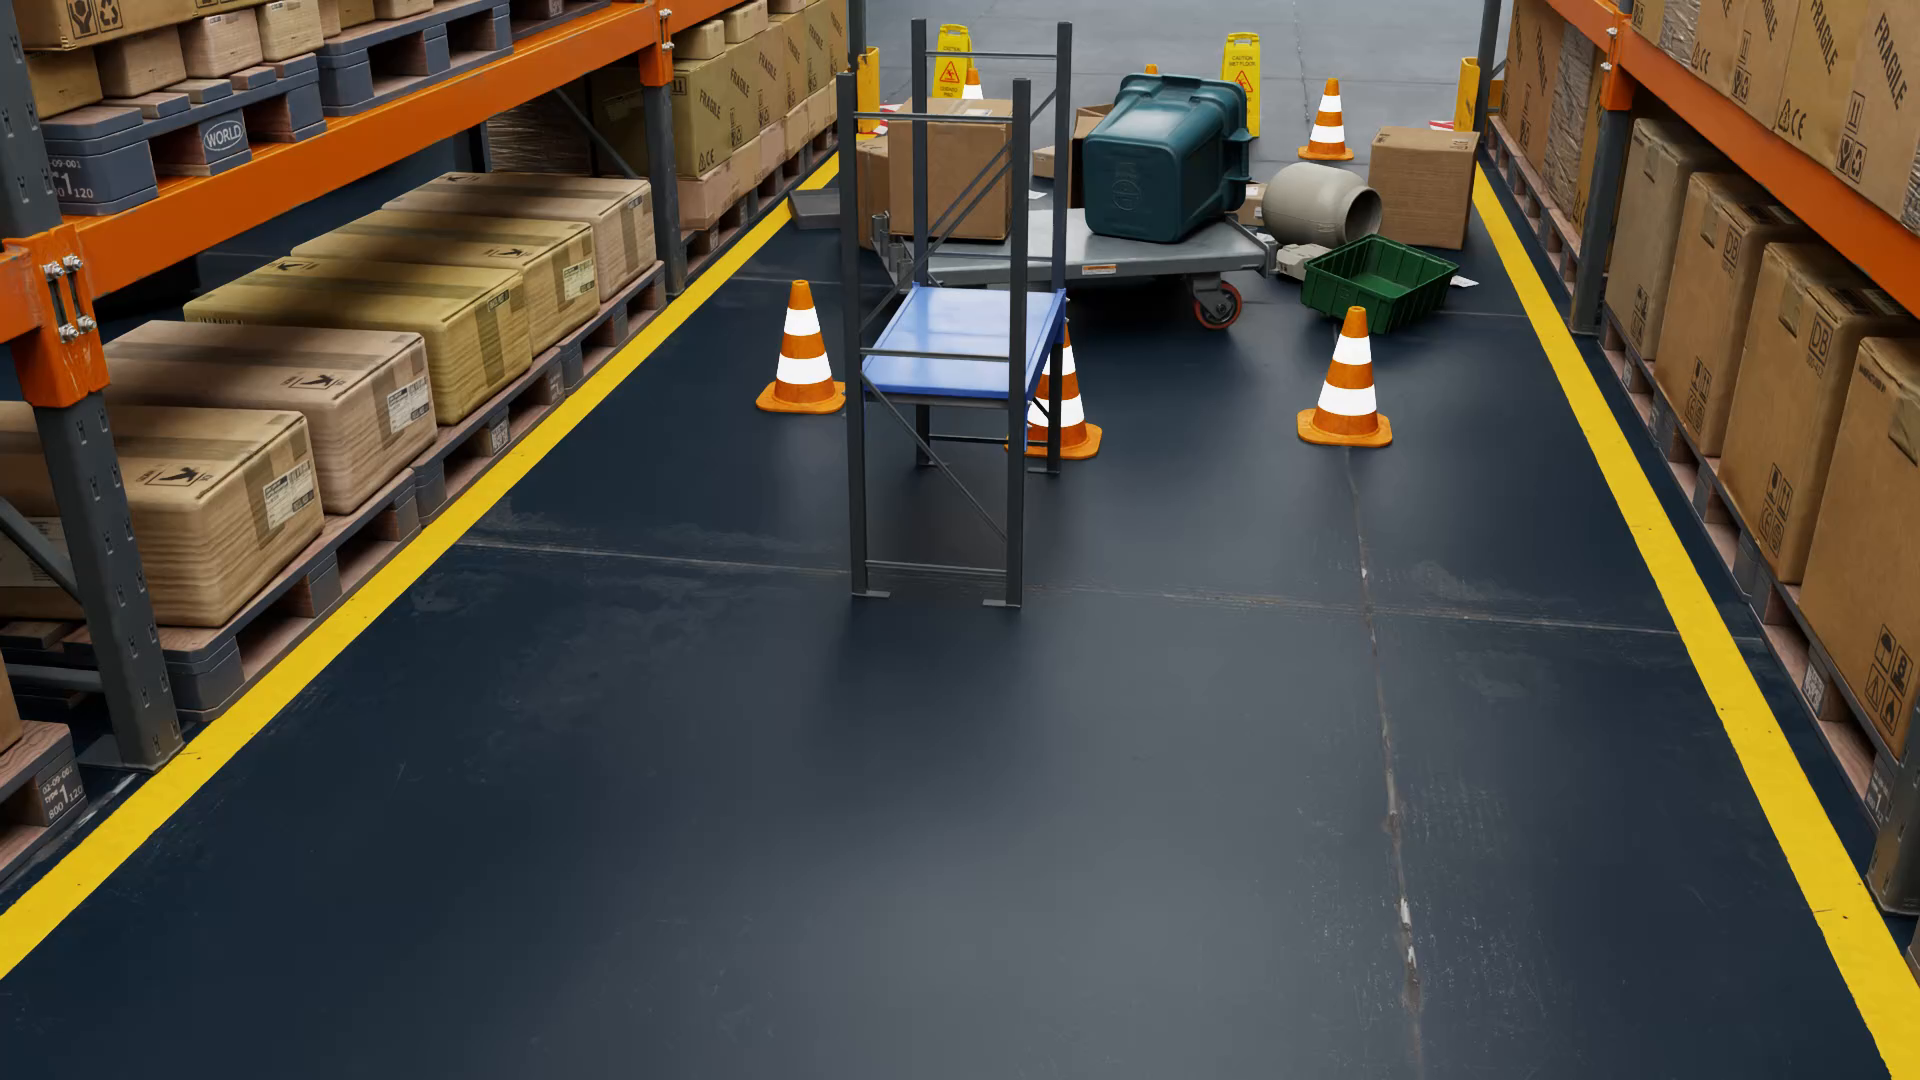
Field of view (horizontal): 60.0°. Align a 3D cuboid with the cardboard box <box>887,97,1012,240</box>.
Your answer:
[{"bbox_3d":[-0.018,-1.623,7.234,0.500,0.500,0.500,4,25,9],"label":"cardboard box"}]

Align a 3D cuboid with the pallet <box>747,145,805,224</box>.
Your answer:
[{"bbox_3d":[-1.507,-2.055,9.391,1.003,0.211,1.213,4,25,9],"label":"pallet"}]

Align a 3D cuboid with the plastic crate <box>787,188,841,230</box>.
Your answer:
[{"bbox_3d":[-0.713,-1.800,9.002,0.402,0.080,0.583,-5,25,-10],"label":"plastic crate"}]

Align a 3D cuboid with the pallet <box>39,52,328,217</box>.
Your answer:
[{"bbox_3d":[-2.421,-1.068,4.220,1.213,0.211,1.003,4,25,9],"label":"pallet"}]

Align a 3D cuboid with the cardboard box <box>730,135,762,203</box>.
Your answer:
[{"bbox_3d":[-1.340,-1.920,8.561,0.500,0.250,0.500,5,26,11],"label":"cardboard box"}]

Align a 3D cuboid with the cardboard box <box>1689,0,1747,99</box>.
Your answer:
[{"bbox_3d":[2.604,-1.646,5.110,0.500,0.500,0.500,4,25,8],"label":"cardboard box"}]

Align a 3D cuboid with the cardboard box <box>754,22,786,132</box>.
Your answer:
[{"bbox_3d":[-1.254,-2.477,8.867,0.500,0.500,0.500,5,26,11],"label":"cardboard box"}]

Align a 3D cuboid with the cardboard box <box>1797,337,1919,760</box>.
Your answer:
[{"bbox_3d":[2.656,0.031,3.804,1.050,0.750,0.750,4,25,8],"label":"cardboard box"}]

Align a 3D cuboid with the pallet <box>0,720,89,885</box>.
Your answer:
[{"bbox_3d":[-2.636,0.738,3.425,1.003,0.211,1.213,4,25,9],"label":"pallet"}]

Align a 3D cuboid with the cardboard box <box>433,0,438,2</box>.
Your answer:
[{"bbox_3d":[-1.916,-1.836,5.435,0.380,0.149,0.250,3,25,7],"label":"cardboard box"}]

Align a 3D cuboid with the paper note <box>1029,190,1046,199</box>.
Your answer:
[{"bbox_3d":[0.397,-1.968,9.431,0.148,0.019,0.142,13,28,26],"label":"paper note"}]

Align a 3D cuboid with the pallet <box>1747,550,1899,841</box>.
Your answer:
[{"bbox_3d":[2.671,0.389,4.169,1.003,0.211,1.213,4,25,9],"label":"pallet"}]

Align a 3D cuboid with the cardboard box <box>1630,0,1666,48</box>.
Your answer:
[{"bbox_3d":[2.770,-2.066,6.008,0.500,0.500,0.500,4,25,9],"label":"cardboard box"}]

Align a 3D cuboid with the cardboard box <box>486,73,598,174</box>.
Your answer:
[{"bbox_3d":[-1.947,-2.073,8.005,0.500,0.500,0.500,4,25,8],"label":"cardboard box"}]

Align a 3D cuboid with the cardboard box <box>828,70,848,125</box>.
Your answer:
[{"bbox_3d":[-0.996,-2.774,10.386,0.500,0.250,0.500,4,25,8],"label":"cardboard box"}]

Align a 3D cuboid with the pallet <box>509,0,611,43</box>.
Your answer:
[{"bbox_3d":[-2.047,-2.126,6.481,1.003,0.211,1.213,4,25,9],"label":"pallet"}]

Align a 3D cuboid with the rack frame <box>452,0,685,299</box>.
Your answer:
[{"bbox_3d":[-1.779,-2.523,7.101,1.000,3.000,0.127,4,25,9],"label":"rack frame"}]

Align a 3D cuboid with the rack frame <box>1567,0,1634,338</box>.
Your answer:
[{"bbox_3d":[3.121,-2.222,6.459,1.000,3.000,0.127,4,25,9],"label":"rack frame"}]

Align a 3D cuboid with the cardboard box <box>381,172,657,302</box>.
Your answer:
[{"bbox_3d":[-1.862,-1.303,7.100,0.950,0.372,0.625,4,25,9],"label":"cardboard box"}]

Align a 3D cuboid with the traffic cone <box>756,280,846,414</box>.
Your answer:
[{"bbox_3d":[-0.600,-0.758,6.324,0.336,0.463,0.334,4,25,9],"label":"traffic cone"}]

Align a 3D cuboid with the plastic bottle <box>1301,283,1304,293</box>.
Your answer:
[{"bbox_3d":[1.677,-1.111,7.552,0.133,0.061,0.283,-9,27,-19],"label":"plastic bottle"}]

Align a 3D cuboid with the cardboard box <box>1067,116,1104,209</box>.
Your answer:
[{"bbox_3d":[0.941,-1.825,8.395,0.797,0.637,0.503,4,25,9],"label":"cardboard box"}]

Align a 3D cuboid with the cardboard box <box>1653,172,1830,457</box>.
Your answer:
[{"bbox_3d":[2.947,-0.724,5.418,1.050,0.750,0.750,4,25,9],"label":"cardboard box"}]

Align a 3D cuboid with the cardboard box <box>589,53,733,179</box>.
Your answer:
[{"bbox_3d":[-1.416,-2.035,7.923,0.500,0.500,0.500,5,26,11],"label":"cardboard box"}]

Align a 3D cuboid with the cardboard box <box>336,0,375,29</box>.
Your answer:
[{"bbox_3d":[-1.991,-1.617,4.967,0.380,0.149,0.250,5,26,11],"label":"cardboard box"}]

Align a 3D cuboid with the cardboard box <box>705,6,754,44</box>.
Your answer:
[{"bbox_3d":[-1.254,-2.592,8.348,0.380,0.149,0.250,5,26,11],"label":"cardboard box"}]

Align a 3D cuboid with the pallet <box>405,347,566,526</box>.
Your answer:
[{"bbox_3d":[-2.102,-0.422,5.903,1.003,0.211,1.213,4,25,9],"label":"pallet"}]

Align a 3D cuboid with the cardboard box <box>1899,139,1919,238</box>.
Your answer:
[{"bbox_3d":[2.276,-0.801,3.306,0.500,0.500,0.500,4,25,9],"label":"cardboard box"}]

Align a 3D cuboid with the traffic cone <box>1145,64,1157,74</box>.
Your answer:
[{"bbox_3d":[1.228,-2.843,10.778,0.336,0.463,0.334,4,25,9],"label":"traffic cone"}]

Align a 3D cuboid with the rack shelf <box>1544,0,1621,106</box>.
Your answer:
[{"bbox_3d":[3.448,-2.733,8.398,1.077,0.370,4.000,4,25,9],"label":"rack shelf"}]

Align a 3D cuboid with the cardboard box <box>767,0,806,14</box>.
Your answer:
[{"bbox_3d":[-1.081,-3.048,9.321,0.380,0.149,0.250,5,26,11],"label":"cardboard box"}]

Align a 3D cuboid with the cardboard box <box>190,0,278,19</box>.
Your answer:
[{"bbox_3d":[-2.053,-1.611,4.189,0.500,0.500,0.500,5,26,11],"label":"cardboard box"}]

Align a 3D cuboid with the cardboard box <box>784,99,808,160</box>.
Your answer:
[{"bbox_3d":[-1.164,-2.349,9.477,0.500,0.250,0.500,3,25,7],"label":"cardboard box"}]

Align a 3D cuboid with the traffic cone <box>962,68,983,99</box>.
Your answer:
[{"bbox_3d":[0.077,-2.778,10.638,0.336,0.463,0.334,4,25,9],"label":"traffic cone"}]

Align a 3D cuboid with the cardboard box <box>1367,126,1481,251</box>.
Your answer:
[{"bbox_3d":[2.362,-1.811,8.527,0.500,0.500,0.500,8,26,18],"label":"cardboard box"}]

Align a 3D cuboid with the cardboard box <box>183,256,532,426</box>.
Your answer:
[{"bbox_3d":[-2.088,-0.711,5.836,0.950,0.372,0.625,5,26,10],"label":"cardboard box"}]

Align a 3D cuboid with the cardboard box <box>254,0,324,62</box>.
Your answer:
[{"bbox_3d":[-1.961,-1.390,4.482,0.380,0.149,0.250,4,25,9],"label":"cardboard box"}]

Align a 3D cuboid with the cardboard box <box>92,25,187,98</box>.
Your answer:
[{"bbox_3d":[-2.117,-1.165,4.002,0.380,0.149,0.250,2,25,5],"label":"cardboard box"}]

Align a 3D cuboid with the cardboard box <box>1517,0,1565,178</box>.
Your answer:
[{"bbox_3d":[3.587,-2.467,8.992,0.875,0.875,0.875,4,25,8],"label":"cardboard box"}]

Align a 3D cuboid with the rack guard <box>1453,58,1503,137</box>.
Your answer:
[{"bbox_3d":[3.779,-2.773,10.584,1.175,0.500,0.348,4,25,9],"label":"rack guard"}]

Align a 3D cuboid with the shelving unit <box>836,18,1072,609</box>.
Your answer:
[{"bbox_3d":[0.014,-0.715,5.008,0.538,1.500,1.048,4,25,9],"label":"shelving unit"}]

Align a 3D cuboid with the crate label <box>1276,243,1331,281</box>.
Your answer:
[{"bbox_3d":[1.650,-1.316,7.900,0.298,0.136,0.250,-14,29,-27],"label":"crate label"}]

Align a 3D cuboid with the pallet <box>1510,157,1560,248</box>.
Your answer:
[{"bbox_3d":[3.520,-1.783,8.811,1.003,0.211,1.213,4,25,9],"label":"pallet"}]

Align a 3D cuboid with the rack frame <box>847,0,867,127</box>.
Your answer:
[{"bbox_3d":[-1.125,-4.196,10.675,1.000,3.000,0.127,4,25,9],"label":"rack frame"}]

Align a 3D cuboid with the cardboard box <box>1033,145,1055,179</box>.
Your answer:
[{"bbox_3d":[0.654,-2.217,9.810,0.380,0.149,0.250,19,31,35],"label":"cardboard box"}]

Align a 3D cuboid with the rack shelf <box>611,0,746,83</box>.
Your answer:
[{"bbox_3d":[-1.452,-3.033,9.041,1.077,0.370,4.000,4,25,9],"label":"rack shelf"}]

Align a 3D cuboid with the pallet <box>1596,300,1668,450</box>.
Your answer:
[{"bbox_3d":[3.069,-0.631,6.350,1.003,0.211,1.213,4,25,9],"label":"pallet"}]

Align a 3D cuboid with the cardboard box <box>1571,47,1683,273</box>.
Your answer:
[{"bbox_3d":[3.293,-1.708,7.372,0.875,0.875,0.875,4,25,9],"label":"cardboard box"}]

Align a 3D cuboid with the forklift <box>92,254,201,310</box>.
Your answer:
[{"bbox_3d":[-4.808,-2.725,7.615,1.130,2.935,3.031,-21,32,-38],"label":"forklift"}]

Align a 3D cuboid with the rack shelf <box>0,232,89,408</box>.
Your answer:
[{"bbox_3d":[-2.759,0.312,1.893,1.077,0.370,4.000,4,25,9],"label":"rack shelf"}]

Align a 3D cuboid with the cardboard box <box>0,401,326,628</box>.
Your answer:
[{"bbox_3d":[-2.330,-0.085,4.499,0.950,0.372,0.625,2,25,5],"label":"cardboard box"}]

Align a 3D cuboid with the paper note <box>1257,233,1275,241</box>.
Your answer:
[{"bbox_3d":[1.538,-1.569,8.574,0.172,0.023,0.155,13,28,26],"label":"paper note"}]

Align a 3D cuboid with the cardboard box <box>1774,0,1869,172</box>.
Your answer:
[{"bbox_3d":[2.441,-1.219,4.198,0.500,0.500,0.500,4,25,8],"label":"cardboard box"}]

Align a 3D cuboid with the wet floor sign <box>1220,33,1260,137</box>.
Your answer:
[{"bbox_3d":[1.826,-2.978,10.851,0.267,0.644,0.232,0,25,-1],"label":"wet floor sign"}]

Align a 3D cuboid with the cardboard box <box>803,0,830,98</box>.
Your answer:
[{"bbox_3d":[-1.081,-2.909,9.789,0.500,0.500,0.500,5,26,10],"label":"cardboard box"}]

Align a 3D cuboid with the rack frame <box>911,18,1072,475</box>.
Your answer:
[{"bbox_3d":[0.097,-0.928,5.462,0.500,1.500,0.032,4,25,9],"label":"rack frame"}]
